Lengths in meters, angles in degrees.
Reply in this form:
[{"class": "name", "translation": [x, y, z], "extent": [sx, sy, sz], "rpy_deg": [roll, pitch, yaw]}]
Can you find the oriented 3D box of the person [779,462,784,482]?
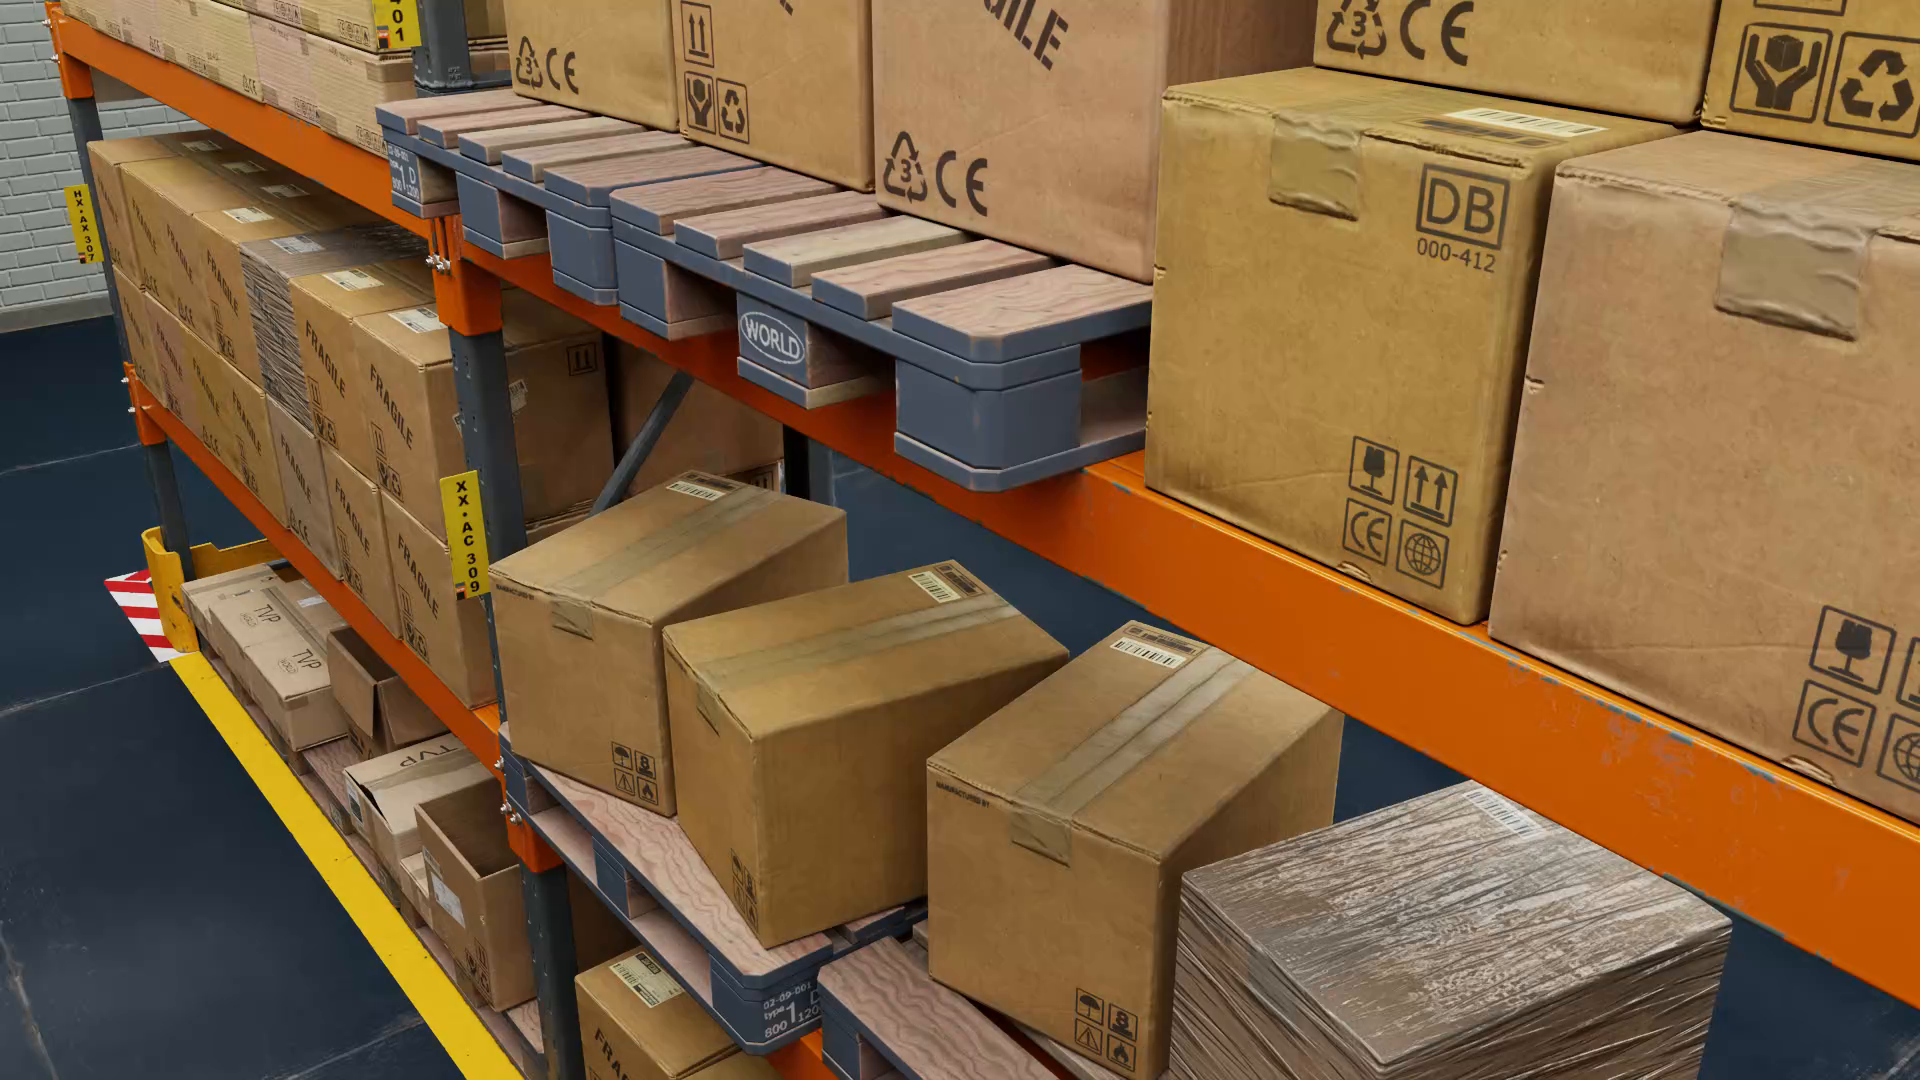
[{"class": "person", "translation": [-1.043, -0.319, 7.220], "extent": [0.599, 1.769, 0.503], "rpy_deg": [-14, 28, -28]}]
